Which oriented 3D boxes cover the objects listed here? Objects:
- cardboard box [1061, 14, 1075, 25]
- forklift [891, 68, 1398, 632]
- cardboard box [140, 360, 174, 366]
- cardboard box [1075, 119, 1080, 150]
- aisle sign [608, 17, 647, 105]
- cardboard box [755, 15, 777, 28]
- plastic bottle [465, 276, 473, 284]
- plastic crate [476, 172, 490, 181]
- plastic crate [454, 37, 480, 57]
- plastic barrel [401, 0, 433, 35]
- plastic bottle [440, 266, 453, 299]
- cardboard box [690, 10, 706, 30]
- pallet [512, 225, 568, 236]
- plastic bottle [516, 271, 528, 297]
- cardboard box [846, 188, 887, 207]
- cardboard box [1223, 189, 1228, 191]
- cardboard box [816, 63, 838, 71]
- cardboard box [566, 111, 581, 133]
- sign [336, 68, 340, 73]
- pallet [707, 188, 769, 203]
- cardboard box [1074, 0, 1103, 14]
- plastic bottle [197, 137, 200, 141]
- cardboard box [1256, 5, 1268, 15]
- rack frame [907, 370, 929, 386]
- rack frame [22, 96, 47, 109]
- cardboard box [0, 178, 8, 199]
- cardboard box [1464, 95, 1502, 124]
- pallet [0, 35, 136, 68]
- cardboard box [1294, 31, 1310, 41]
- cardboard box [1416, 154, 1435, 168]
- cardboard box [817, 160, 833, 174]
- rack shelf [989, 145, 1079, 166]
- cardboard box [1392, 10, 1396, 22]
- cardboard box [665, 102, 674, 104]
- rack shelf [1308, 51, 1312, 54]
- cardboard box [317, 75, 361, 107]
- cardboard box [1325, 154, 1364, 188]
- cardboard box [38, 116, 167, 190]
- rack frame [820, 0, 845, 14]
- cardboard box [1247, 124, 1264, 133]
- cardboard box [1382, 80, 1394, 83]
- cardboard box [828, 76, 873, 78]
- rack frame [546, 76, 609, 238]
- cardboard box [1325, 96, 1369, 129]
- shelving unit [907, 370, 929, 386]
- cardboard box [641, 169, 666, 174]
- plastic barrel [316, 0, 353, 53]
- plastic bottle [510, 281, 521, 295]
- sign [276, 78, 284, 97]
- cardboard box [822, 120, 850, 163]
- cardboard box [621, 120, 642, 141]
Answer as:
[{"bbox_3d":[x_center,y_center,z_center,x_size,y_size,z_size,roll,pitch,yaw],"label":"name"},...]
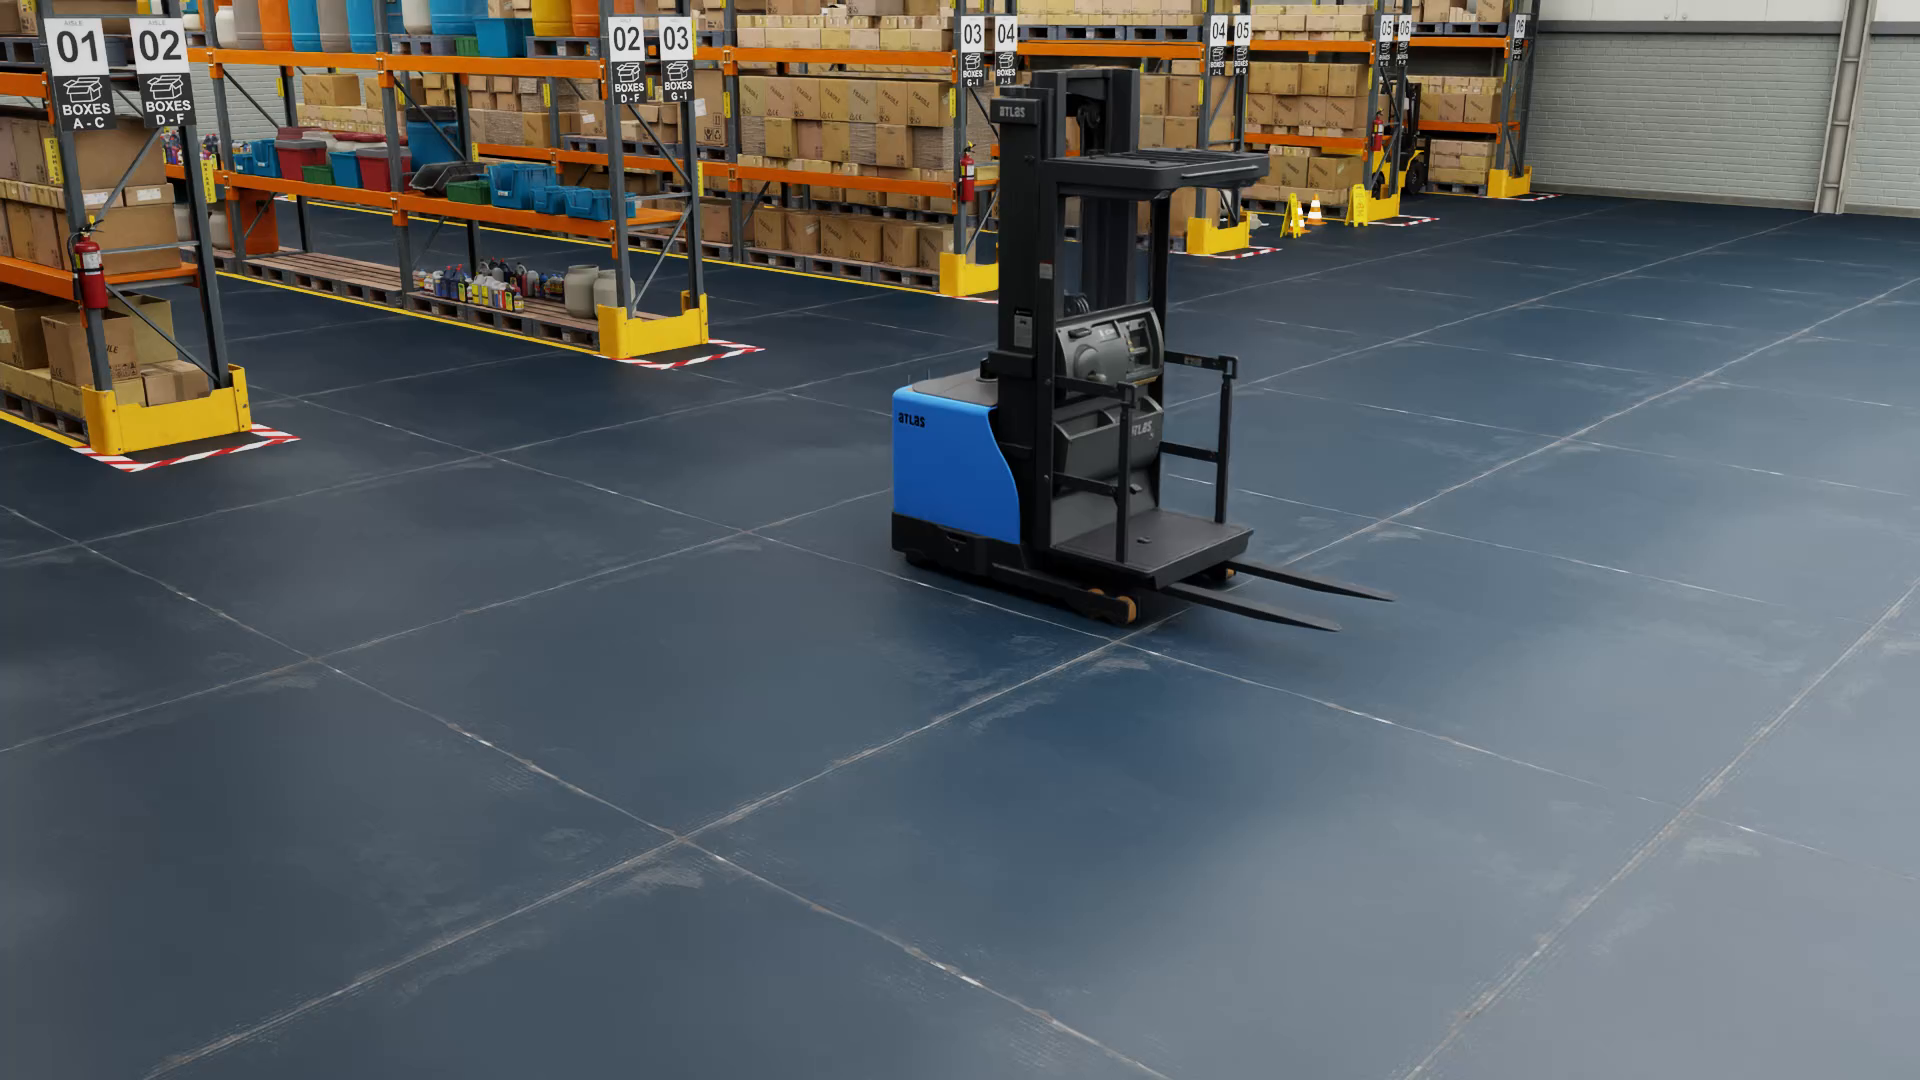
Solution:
[{"bbox_3d":[1.676,-7.537,24.092,0.250,0.149,0.380,15,23,39],"label":"cardboard box"},{"bbox_3d":[1.014,-1.099,9.319,3.031,2.935,1.130,15,23,39],"label":"forklift"},{"bbox_3d":[-6.908,-1.387,13.964,0.500,0.250,0.500,15,23,39],"label":"cardboard box"},{"bbox_3d":[2.175,-6.061,24.594,0.500,0.550,0.875,15,23,39],"label":"cardboard box"},{"bbox_3d":[-3.131,-4.517,15.679,0.004,0.787,0.394,15,23,39],"label":"aisle sign"},{"bbox_3d":[-2.409,-6.658,21.354,0.250,0.149,0.380,14,22,37],"label":"cardboard box"},{"bbox_3d":[-5.375,-2.757,18.214,0.097,0.271,0.097,0,18,0],"label":"plastic bottle"},{"bbox_3d":[-4.972,-3.931,18.376,0.616,0.251,0.499,15,23,39],"label":"plastic crate"},{"bbox_3d":[-4.980,-5.113,17.246,0.450,0.188,0.336,15,23,39],"label":"plastic crate"},{"bbox_3d":[-5.788,-5.715,17.913,0.421,0.512,0.421,0,18,0],"label":"plastic barrel"},{"bbox_3d":[-5.651,-2.854,18.388,0.185,0.351,0.144,16,24,41],"label":"plastic bottle"},{"bbox_3d":[-3.461,-7.015,22.417,0.258,0.266,0.396,16,24,41],"label":"cardboard box"},{"bbox_3d":[-6.223,-4.932,25.896,1.213,0.211,1.003,15,23,39],"label":"pallet"},{"bbox_3d":[-4.873,-2.852,18.495,0.133,0.283,0.061,15,23,39],"label":"plastic bottle"},{"bbox_3d":[-1.264,-5.999,27.670,0.750,0.750,1.050,15,23,40],"label":"cardboard box"},{"bbox_3d":[4.555,-6.131,28.913,0.500,0.250,0.500,17,24,42],"label":"cardboard box"},{"bbox_3d":[-2.634,-9.688,34.452,0.500,0.500,0.500,15,23,39],"label":"cardboard box"},{"bbox_3d":[-5.867,-6.293,25.408,0.500,0.500,0.500,16,24,41],"label":"cardboard box"},{"bbox_3d":[-11.297,-8.477,30.150,0.005,0.325,0.100,15,23,39],"label":"sign"},{"bbox_3d":[-3.808,-6.261,30.083,1.213,0.211,1.003,15,23,39],"label":"pallet"},{"bbox_3d":[1.991,-7.668,23.843,0.500,0.250,0.500,15,23,40],"label":"cardboard box"},{"bbox_3d":[-10.703,-5.502,23.286,0.135,0.276,0.152,15,23,39],"label":"plastic bottle"},{"bbox_3d":[5.122,-8.785,27.563,0.250,0.149,0.380,16,23,40],"label":"cardboard box"},{"bbox_3d":[-0.265,-0.571,10.767,0.008,1.050,0.200,15,23,39],"label":"rack frame"},{"bbox_3d":[-14.955,-6.572,26.452,0.127,3.000,1.000,15,23,39],"label":"rack frame"},{"bbox_3d":[-7.660,-2.889,13.611,0.250,0.149,0.380,16,24,41],"label":"cardboard box"},{"bbox_3d":[9.627,-7.933,30.575,0.500,0.500,0.500,14,23,38],"label":"cardboard box"},{"bbox_3d":[-6.790,-3.775,12.826,1.213,0.211,1.003,15,23,39],"label":"pallet"},{"bbox_3d":[5.678,-8.249,27.194,0.250,0.149,0.380,15,23,39],"label":"cardboard box"},{"bbox_3d":[8.830,-7.203,31.465,0.500,0.250,0.500,14,23,38],"label":"cardboard box"},{"bbox_3d":[-1.600,-4.754,21.139,0.250,0.149,0.380,15,23,39],"label":"cardboard box"},{"bbox_3d":[2.172,-5.640,24.707,4.000,0.370,1.077,15,23,39],"label":"rack shelf"},{"bbox_3d":[8.086,-9.896,31.329,0.258,0.266,0.396,14,23,38],"label":"cardboard box"},{"bbox_3d":[-5.123,-7.979,30.114,0.250,0.149,0.380,14,23,38],"label":"cardboard box"},{"bbox_3d":[5.682,-10.137,33.917,4.000,0.370,1.077,15,23,39],"label":"rack shelf"},{"bbox_3d":[-10.722,-7.760,28.711,0.500,0.500,0.500,14,23,38],"label":"cardboard box"},{"bbox_3d":[6.440,-6.198,27.886,0.500,0.500,0.500,14,22,37],"label":"cardboard box"},{"bbox_3d":[-6.659,-3.013,12.927,0.500,0.500,0.700,15,23,39],"label":"cardboard box"},{"bbox_3d":[-2.316,-10.048,27.486,0.127,3.000,1.000,15,23,39],"label":"rack frame"},{"bbox_3d":[5.066,-6.966,28.110,0.250,0.149,0.380,15,23,39],"label":"cardboard box"},{"bbox_3d":[8.236,-8.776,31.667,0.250,0.149,0.380,15,23,39],"label":"cardboard box"},{"bbox_3d":[-1.425,-5.720,21.459,0.500,0.500,0.500,15,23,39],"label":"cardboard box"},{"bbox_3d":[-5.684,-6.086,24.922,0.127,3.000,1.000,15,23,39],"label":"rack frame"},{"bbox_3d":[6.289,-6.958,27.012,0.500,0.500,0.500,15,23,38],"label":"cardboard box"},{"bbox_3d":[-0.174,-0.547,10.690,0.252,1.050,0.215,15,23,39],"label":"shelving unit"},{"bbox_3d":[-5.754,-6.966,31.220,0.250,0.149,0.380,16,23,40],"label":"cardboard box"},{"bbox_3d":[-6.993,-6.015,18.911,0.600,0.901,0.600,0,18,0],"label":"plastic barrel"},{"bbox_3d":[-4.753,-2.625,17.778,0.133,0.283,0.061,15,23,39],"label":"plastic bottle"},{"bbox_3d":[-12.040,-8.018,29.448,0.005,0.325,0.100,15,23,39],"label":"sign"},{"bbox_3d":[-1.258,-5.072,21.070,0.500,0.500,0.875,15,23,39],"label":"cardboard box"},{"bbox_3d":[-4.583,-5.826,23.657,0.500,0.250,0.500,14,22,38],"label":"cardboard box"}]
